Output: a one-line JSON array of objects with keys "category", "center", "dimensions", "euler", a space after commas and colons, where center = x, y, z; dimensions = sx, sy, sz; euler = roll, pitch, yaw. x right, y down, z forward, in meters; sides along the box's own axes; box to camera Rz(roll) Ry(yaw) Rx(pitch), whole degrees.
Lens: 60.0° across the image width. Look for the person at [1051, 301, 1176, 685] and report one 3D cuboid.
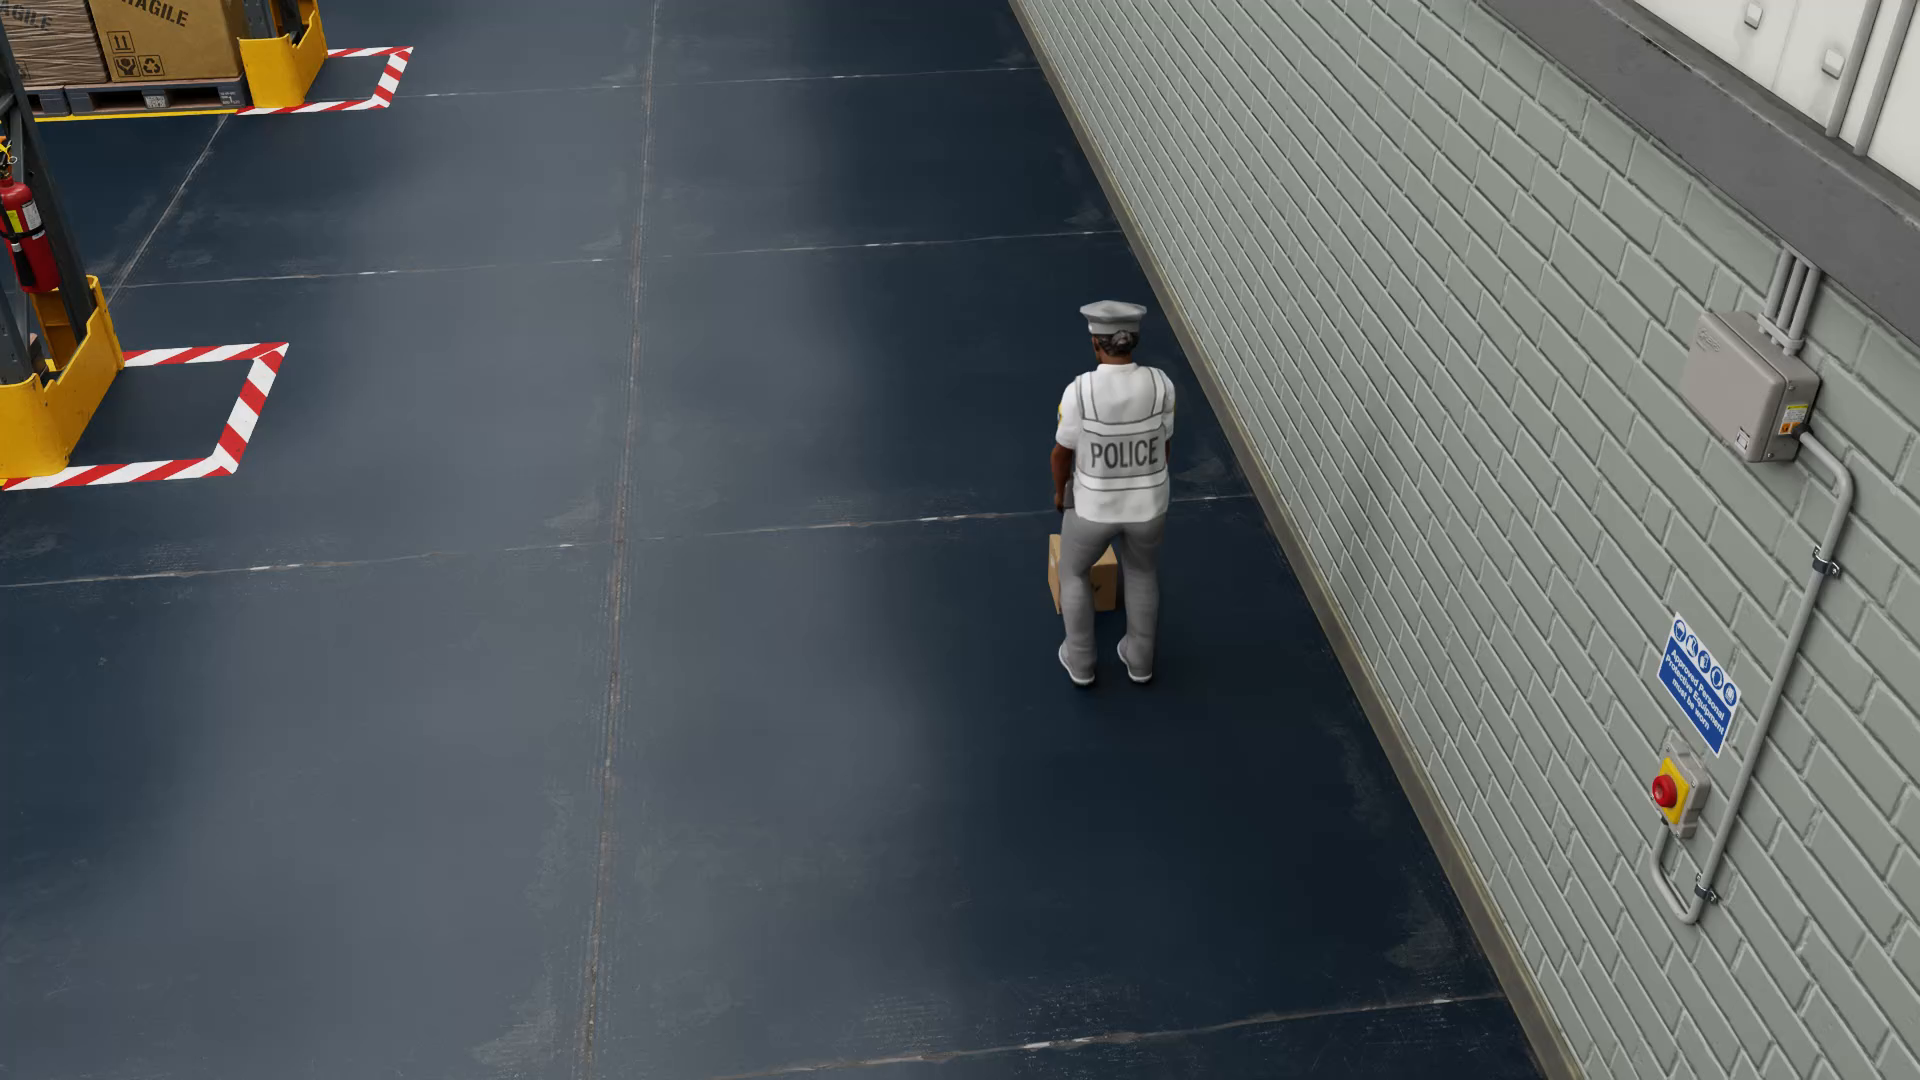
[{"category": "person", "center": [0.570, -0.145, 6.397], "dimensions": [0.457, 1.624, 0.442], "euler": [-4, 35, -5]}]
